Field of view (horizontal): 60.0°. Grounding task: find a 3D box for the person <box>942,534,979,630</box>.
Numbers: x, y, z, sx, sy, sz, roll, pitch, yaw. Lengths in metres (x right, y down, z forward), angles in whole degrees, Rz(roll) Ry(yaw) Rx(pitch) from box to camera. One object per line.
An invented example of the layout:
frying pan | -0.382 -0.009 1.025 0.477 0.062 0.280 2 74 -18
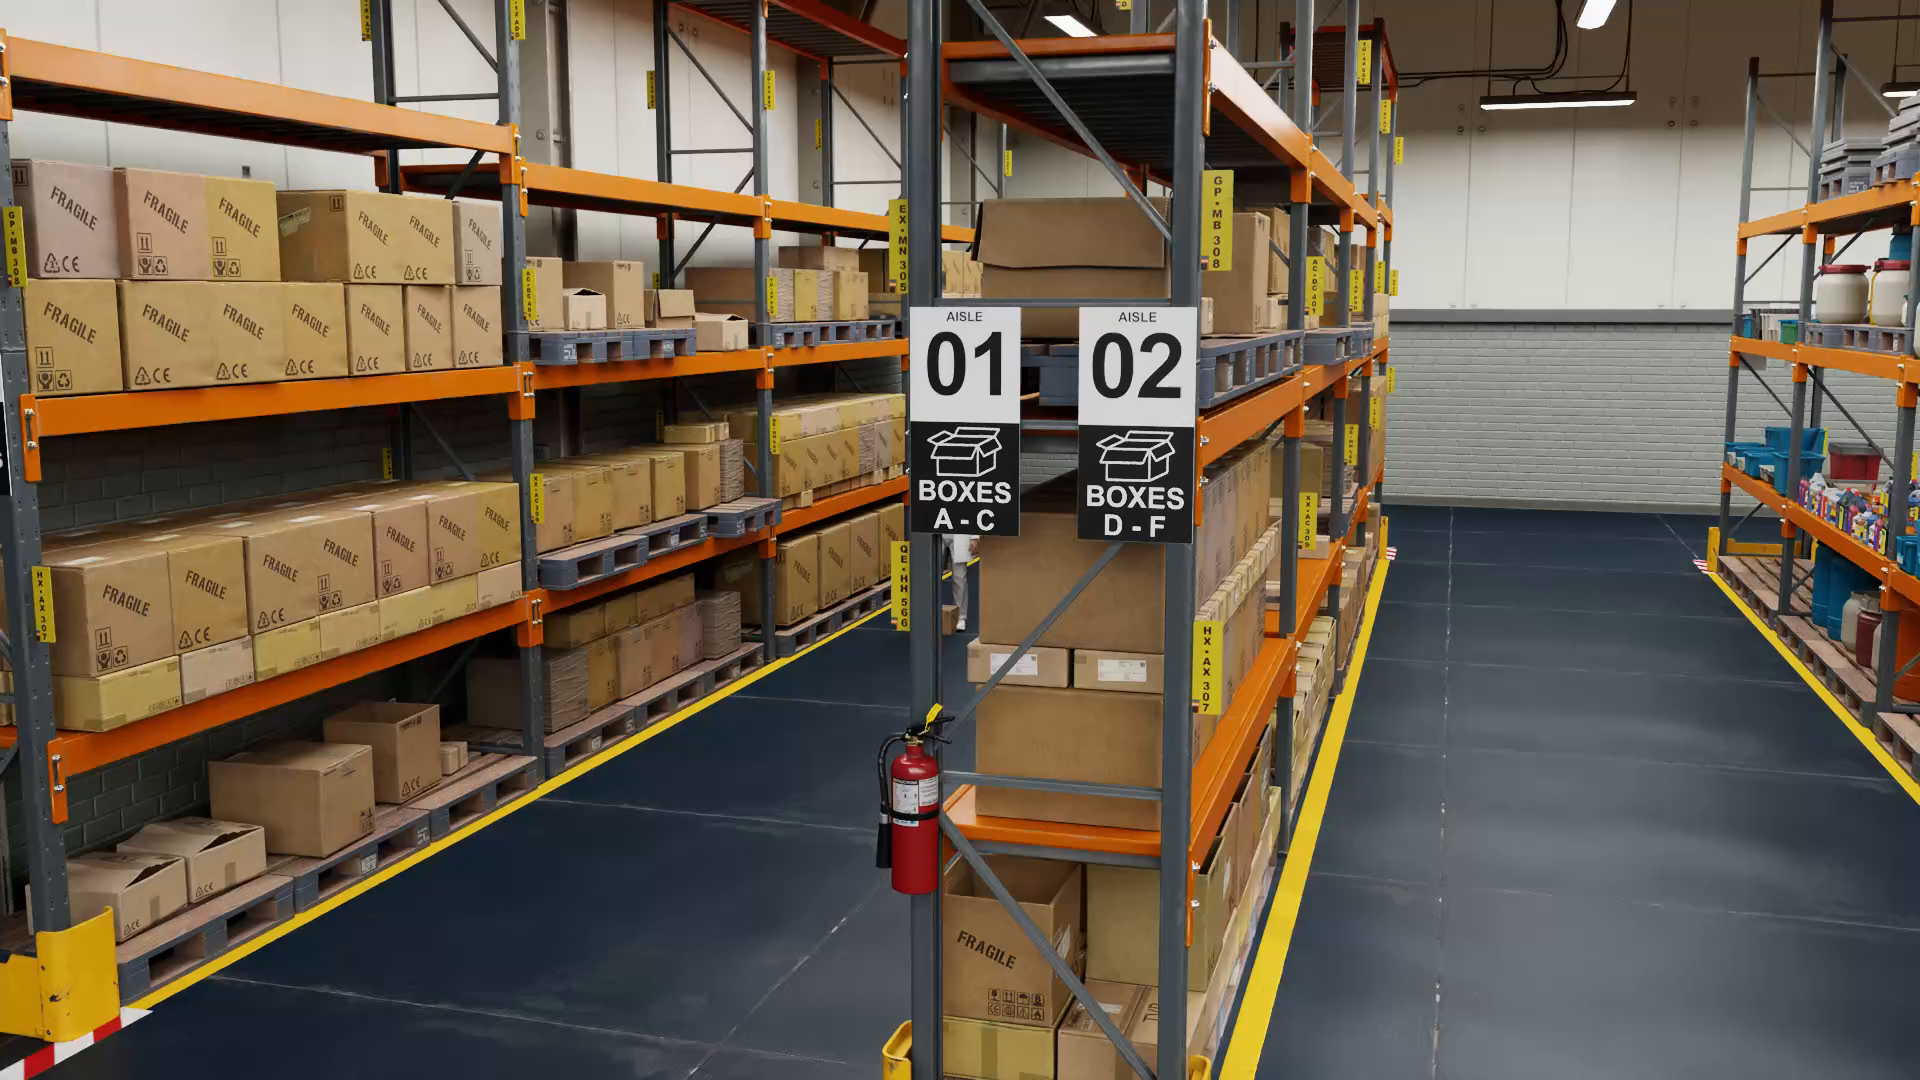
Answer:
person | -0.104 -0.006 16.418 0.656 1.774 0.416 2 8 14
